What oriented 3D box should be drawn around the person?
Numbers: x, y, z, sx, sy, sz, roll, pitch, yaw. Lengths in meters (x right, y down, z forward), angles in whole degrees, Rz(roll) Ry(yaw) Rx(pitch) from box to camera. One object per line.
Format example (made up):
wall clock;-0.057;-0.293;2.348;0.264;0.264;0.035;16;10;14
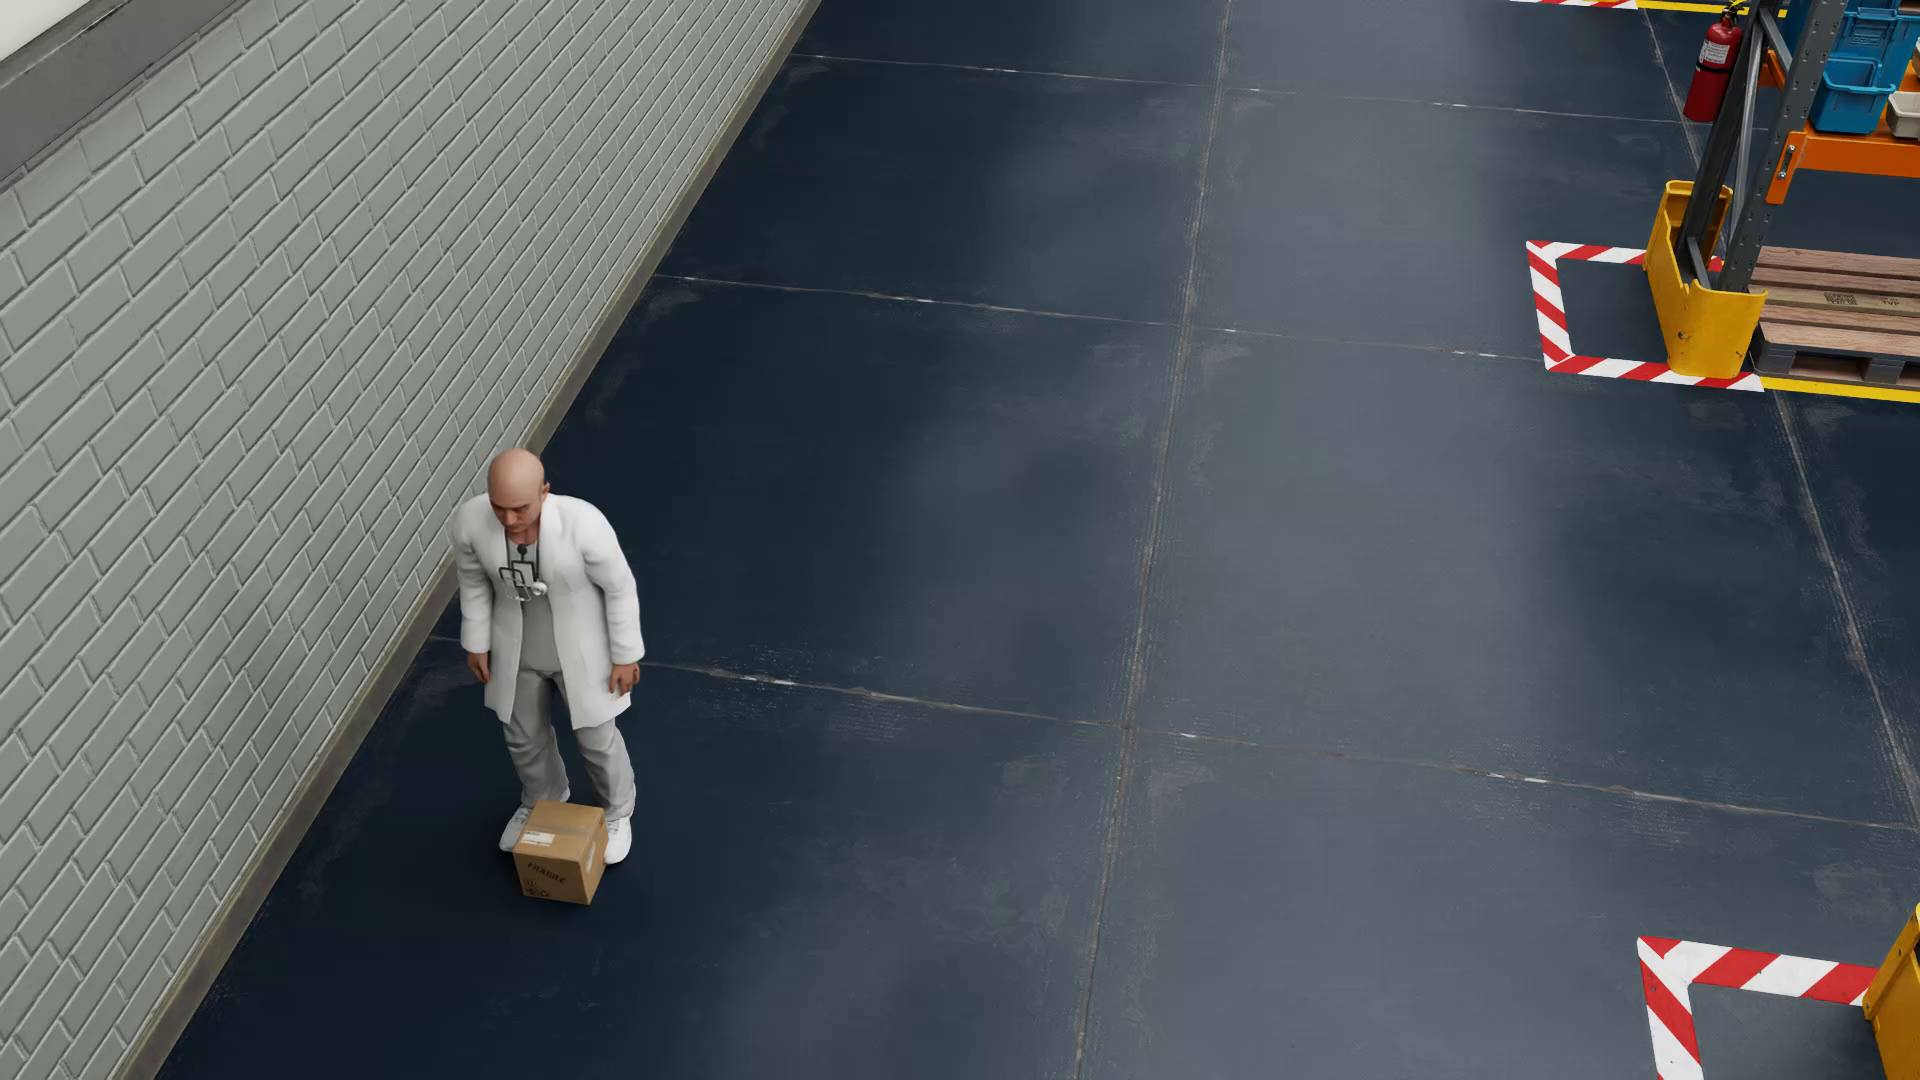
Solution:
person;-1.397;0.386;5.710;0.642;1.772;0.428;5;40;6
